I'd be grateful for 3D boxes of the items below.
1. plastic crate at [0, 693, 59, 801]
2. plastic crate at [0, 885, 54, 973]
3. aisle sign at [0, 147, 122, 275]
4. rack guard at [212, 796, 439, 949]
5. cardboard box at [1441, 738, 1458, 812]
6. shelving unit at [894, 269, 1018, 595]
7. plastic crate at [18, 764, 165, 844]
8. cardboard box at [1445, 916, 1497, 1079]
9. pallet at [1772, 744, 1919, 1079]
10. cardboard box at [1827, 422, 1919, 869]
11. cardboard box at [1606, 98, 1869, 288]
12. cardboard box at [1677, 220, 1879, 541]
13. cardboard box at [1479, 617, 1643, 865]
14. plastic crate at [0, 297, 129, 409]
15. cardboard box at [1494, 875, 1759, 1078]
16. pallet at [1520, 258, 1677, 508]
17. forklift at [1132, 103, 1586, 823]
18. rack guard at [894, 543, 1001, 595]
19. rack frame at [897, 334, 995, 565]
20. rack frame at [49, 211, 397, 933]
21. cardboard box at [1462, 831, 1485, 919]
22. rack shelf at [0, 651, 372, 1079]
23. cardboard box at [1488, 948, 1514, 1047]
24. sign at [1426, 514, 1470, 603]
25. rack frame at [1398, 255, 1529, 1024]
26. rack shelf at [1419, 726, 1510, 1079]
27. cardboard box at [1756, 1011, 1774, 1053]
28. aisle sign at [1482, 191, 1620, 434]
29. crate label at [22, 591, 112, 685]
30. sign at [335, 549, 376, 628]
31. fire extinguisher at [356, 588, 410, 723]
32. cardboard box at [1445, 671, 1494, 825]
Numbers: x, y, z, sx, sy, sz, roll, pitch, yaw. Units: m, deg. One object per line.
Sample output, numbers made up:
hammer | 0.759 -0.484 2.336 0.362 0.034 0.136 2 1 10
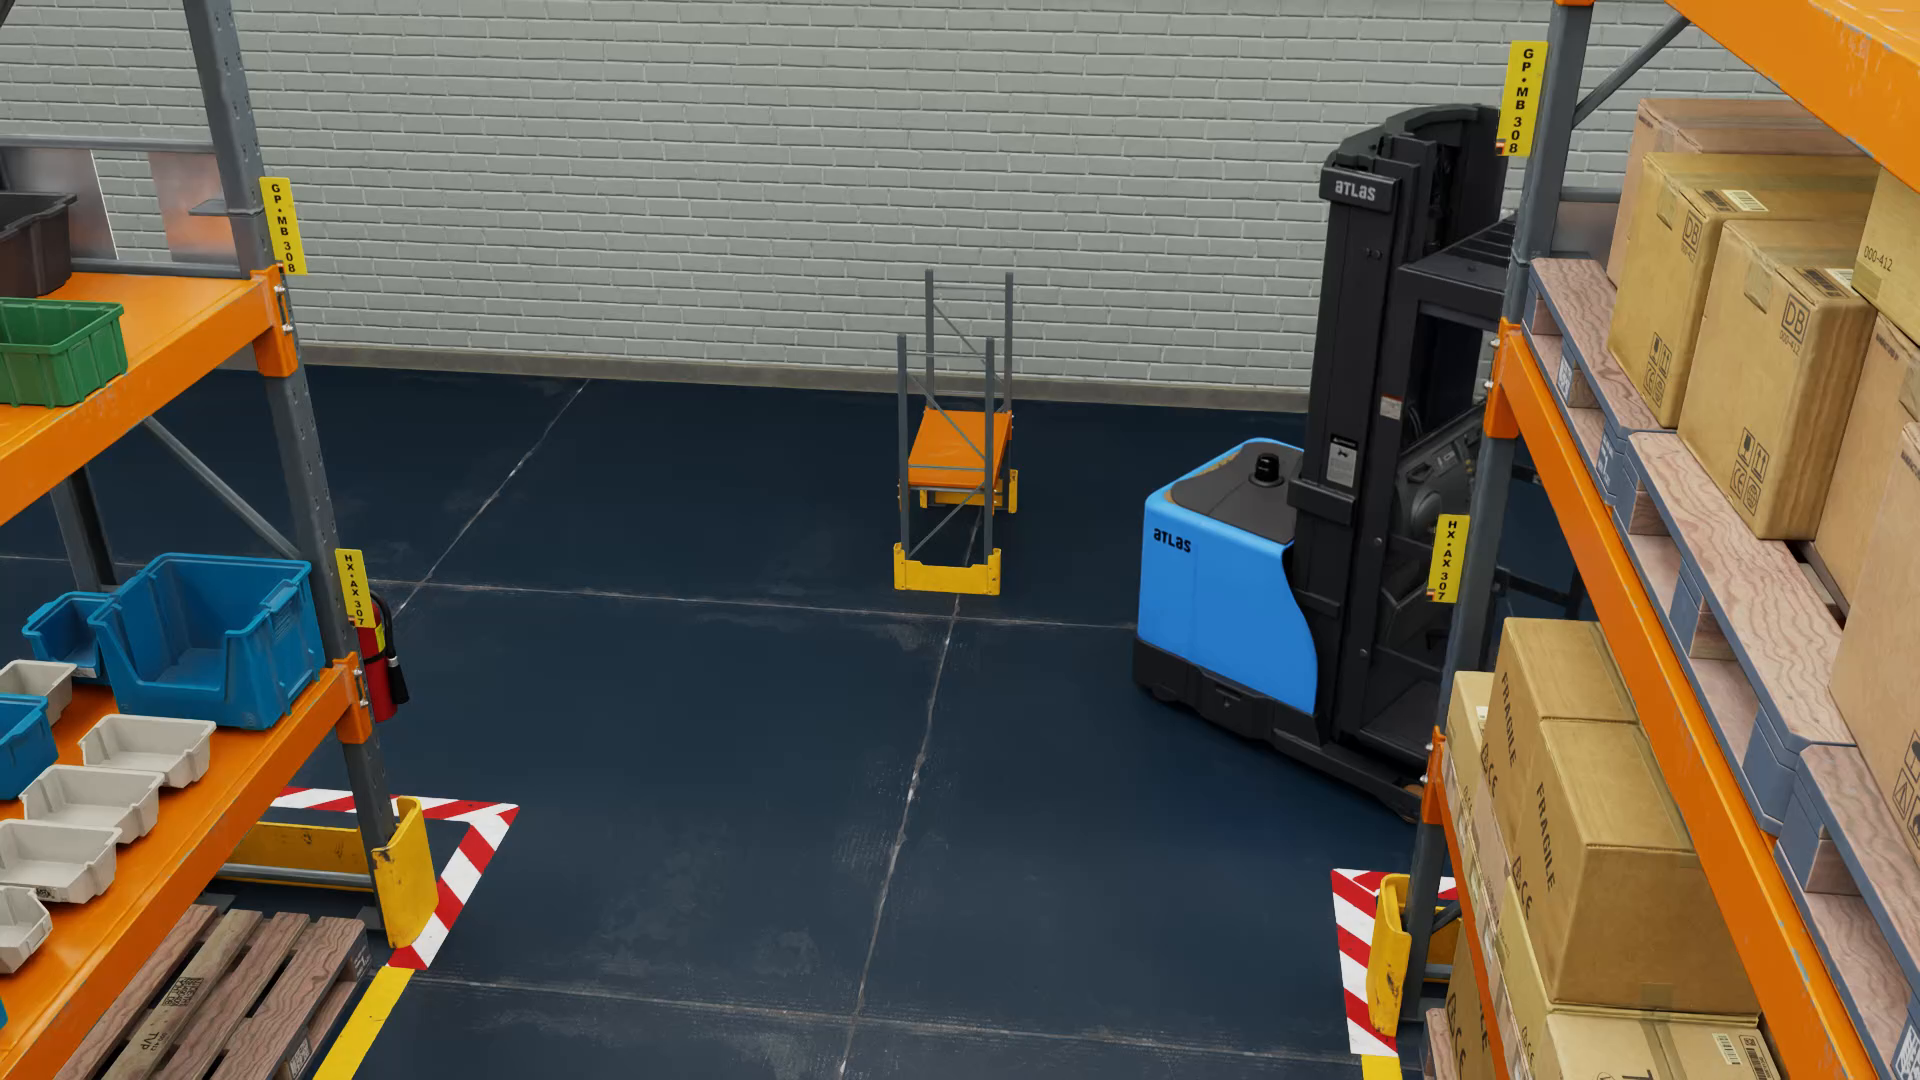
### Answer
plastic crate | -3.197 0.680 5.438 0.416 0.233 0.300 3 28 6
plastic crate | -2.758 1.118 4.726 0.298 0.136 0.250 3 28 6
aisle sign | -3.046 -0.970 5.647 0.394 0.787 0.004 3 28 6
rack guard | -2.770 1.314 6.783 1.175 0.500 0.348 3 28 6
cardboard box | 1.785 0.772 5.419 0.380 0.149 0.250 4 29 7
shelving unit | -0.009 -0.624 9.328 0.587 1.500 1.083 3 28 6
plastic crate | -2.730 0.845 5.233 0.396 0.136 0.243 3 28 6
cardboard box | 2.157 1.570 5.470 0.875 0.875 0.875 3 28 6
pallet | 1.776 0.731 2.162 1.003 0.211 1.213 3 28 6
cardboard box | 1.772 0.178 2.440 0.700 0.500 0.500 5 29 9
cardboard box | 2.145 -0.832 4.315 0.700 0.500 0.500 2 28 3
cardboard box | 1.941 -0.328 3.380 0.700 0.500 0.500 1 28 3
cardboard box | 1.768 0.564 4.594 0.500 0.500 0.500 3 28 5
plastic crate | -2.597 -0.521 4.614 0.450 0.188 0.336 3 28 6
cardboard box | 1.707 1.140 4.315 0.500 0.250 0.500 2 28 4
pallet | 2.075 -0.418 4.294 1.003 0.211 1.213 3 28 6
forklift | 2.292 -0.250 7.124 3.031 2.935 1.130 23 36 36
rack guard | -0.070 0.160 9.189 0.587 0.250 0.087 3 28 6
rack frame | -0.073 -0.381 8.876 0.500 1.500 0.032 3 28 6
rack frame | -2.760 0.226 6.168 1.000 3.000 0.127 3 28 6
cardboard box | 1.724 1.014 4.971 0.380 0.149 0.250 3 28 5
rack shelf | -3.005 1.484 4.591 1.077 0.370 4.000 3 28 6
cardboard box | 1.661 1.256 4.521 0.380 0.149 0.250 3 28 5
sign | 1.606 0.063 5.475 0.100 0.325 0.005 3 28 6
rack frame | 2.156 0.514 5.634 1.000 3.000 0.127 3 28 6
rack shelf | 1.911 1.772 4.057 1.077 0.370 4.000 3 28 6
cardboard box | 2.235 1.171 4.259 0.500 0.250 0.500 2 28 4
aisle sign | 1.867 -0.682 5.113 0.394 0.787 0.004 3 28 6
crate label | -3.117 0.370 6.014 0.416 0.233 0.303 3 28 6
sign | -2.212 0.178 6.084 0.100 0.325 0.005 3 28 6
fire extinguisher | -2.290 0.379 6.358 0.296 0.674 0.183 3 28 6
cardboard box | 1.829 0.659 5.209 0.500 0.250 0.500 3 28 5
